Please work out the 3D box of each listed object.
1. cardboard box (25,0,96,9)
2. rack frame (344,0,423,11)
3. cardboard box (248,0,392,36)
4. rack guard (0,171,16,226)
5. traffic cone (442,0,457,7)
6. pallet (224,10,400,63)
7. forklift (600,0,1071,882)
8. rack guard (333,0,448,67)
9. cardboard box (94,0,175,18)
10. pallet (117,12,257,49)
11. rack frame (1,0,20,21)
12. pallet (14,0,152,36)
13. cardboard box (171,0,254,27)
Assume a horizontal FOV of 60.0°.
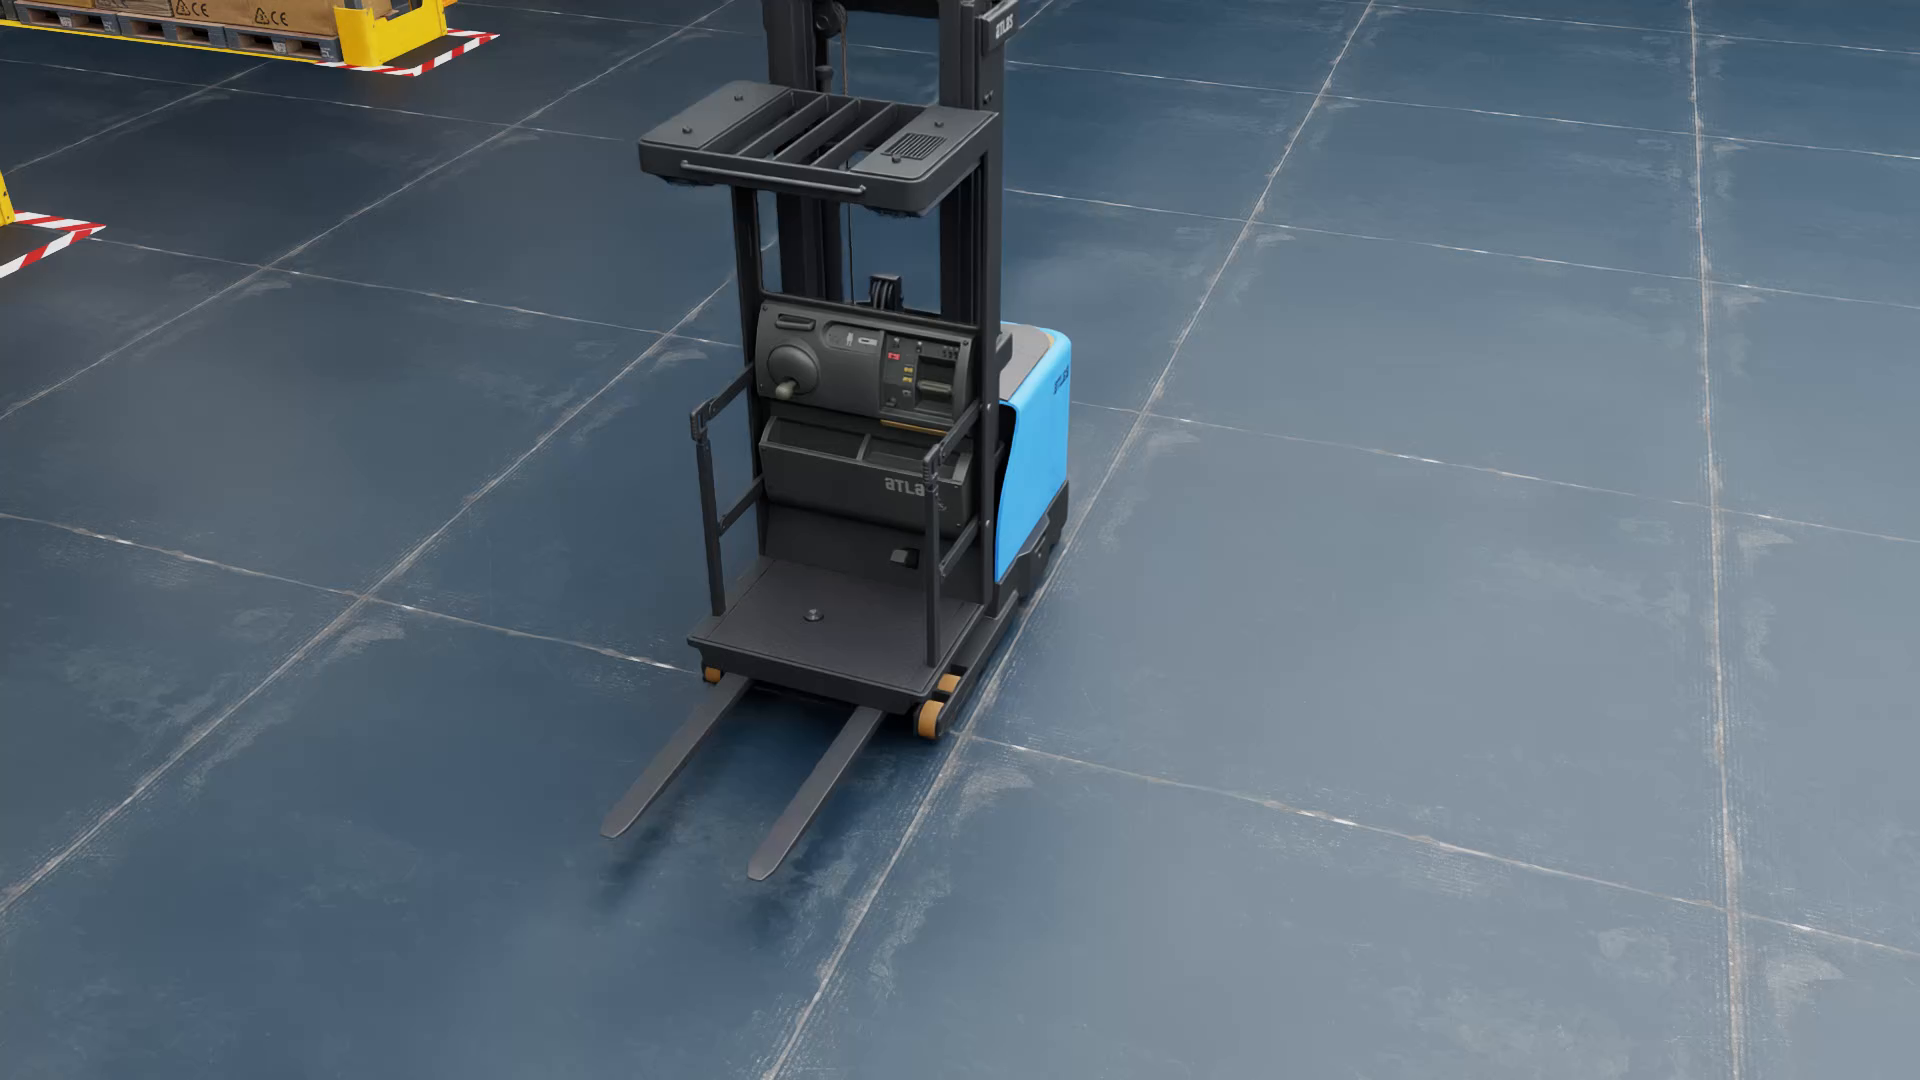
[{"bbox_3d":[-8.373,-5.637,15.787,0.875,0.875,0.875,12,35,17],"label":"cardboard box"},{"bbox_3d":[-5.176,-5.772,14.425,0.127,3.000,1.000,11,34,16],"label":"rack frame"},{"bbox_3d":[-5.837,-5.146,15.027,0.875,0.875,0.875,11,35,17],"label":"cardboard box"},{"bbox_3d":[-7.016,-2.222,11.230,0.348,0.500,1.175,11,34,16],"label":"rack guard"},{"bbox_3d":[-5.197,-5.529,16.387,0.334,0.463,0.336,11,34,16],"label":"traffic cone"},{"bbox_3d":[-5.955,-4.707,15.346,1.213,0.211,1.003,11,34,16],"label":"pallet"},{"bbox_3d":[-0.473,-0.654,6.561,1.130,2.935,3.031,12,35,18],"label":"forklift"},{"bbox_3d":[-5.153,-4.718,15.096,0.348,0.500,1.175,11,34,16],"label":"rack guard"},{"bbox_3d":[-7.523,-5.474,15.535,0.875,0.875,0.875,11,35,17],"label":"cardboard box"},{"bbox_3d":[-7.100,-4.931,15.693,1.213,0.211,1.003,11,34,16],"label":"pallet"},{"bbox_3d":[-8.941,-6.504,15.559,0.127,3.000,1.000,11,34,16],"label":"rack frame"},{"bbox_3d":[-8.252,-5.154,16.038,1.213,0.211,1.003,11,34,16],"label":"pallet"},{"bbox_3d":[-6.666,-5.306,15.275,0.875,0.875,0.875,10,34,16],"label":"cardboard box"}]
